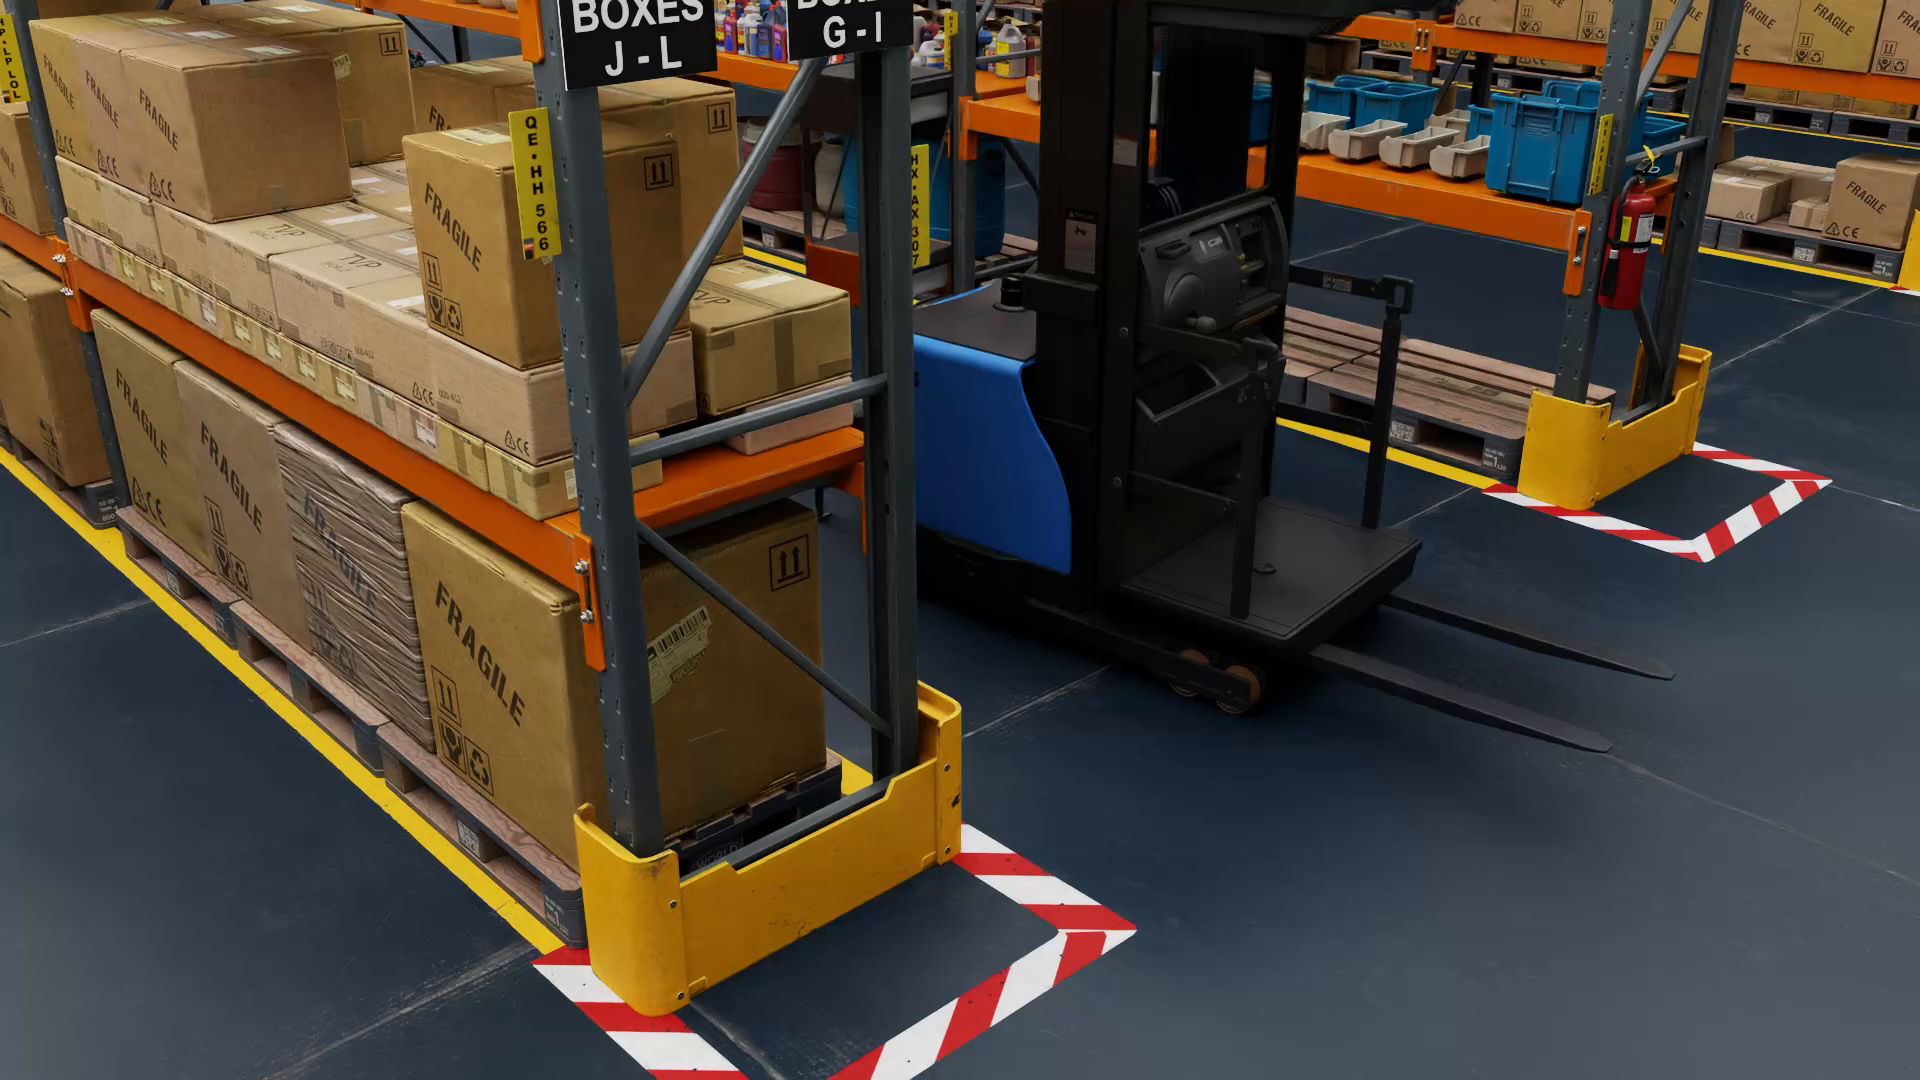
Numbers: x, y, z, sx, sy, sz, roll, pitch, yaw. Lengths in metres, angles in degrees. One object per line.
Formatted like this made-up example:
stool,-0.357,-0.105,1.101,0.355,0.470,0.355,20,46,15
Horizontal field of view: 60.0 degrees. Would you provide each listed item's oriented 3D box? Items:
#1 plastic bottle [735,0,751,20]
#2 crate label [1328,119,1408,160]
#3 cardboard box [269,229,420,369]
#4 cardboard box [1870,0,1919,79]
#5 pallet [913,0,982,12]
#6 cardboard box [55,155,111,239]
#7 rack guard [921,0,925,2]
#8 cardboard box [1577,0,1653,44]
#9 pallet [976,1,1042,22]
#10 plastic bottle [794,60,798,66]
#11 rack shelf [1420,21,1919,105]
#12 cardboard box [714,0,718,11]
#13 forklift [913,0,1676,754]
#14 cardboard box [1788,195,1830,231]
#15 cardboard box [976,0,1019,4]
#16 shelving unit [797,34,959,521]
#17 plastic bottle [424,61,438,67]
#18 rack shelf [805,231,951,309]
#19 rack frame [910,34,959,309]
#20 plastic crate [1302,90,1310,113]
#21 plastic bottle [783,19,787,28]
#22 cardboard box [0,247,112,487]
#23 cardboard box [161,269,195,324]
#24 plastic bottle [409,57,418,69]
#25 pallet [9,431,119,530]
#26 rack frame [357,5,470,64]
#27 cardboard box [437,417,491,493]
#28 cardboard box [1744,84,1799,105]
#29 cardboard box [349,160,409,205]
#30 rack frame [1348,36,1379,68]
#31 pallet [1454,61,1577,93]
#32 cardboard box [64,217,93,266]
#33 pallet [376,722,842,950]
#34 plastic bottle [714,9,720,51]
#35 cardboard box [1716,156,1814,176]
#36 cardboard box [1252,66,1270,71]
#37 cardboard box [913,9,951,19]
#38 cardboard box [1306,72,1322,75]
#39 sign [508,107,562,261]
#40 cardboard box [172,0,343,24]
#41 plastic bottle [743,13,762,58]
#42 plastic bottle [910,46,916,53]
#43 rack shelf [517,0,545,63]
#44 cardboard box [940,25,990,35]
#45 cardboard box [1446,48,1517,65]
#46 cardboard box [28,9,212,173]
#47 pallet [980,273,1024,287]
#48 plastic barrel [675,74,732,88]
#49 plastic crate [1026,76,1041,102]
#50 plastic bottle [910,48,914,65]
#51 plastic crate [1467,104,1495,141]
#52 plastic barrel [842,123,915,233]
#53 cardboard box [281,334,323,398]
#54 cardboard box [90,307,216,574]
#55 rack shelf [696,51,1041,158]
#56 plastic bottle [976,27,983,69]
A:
plastic bottle,-1.637,-4.006,12.557,0.061,0.283,0.133,-21,32,-38
crate label,2.001,-1.979,8.219,0.396,0.136,0.243,-21,32,-38
cardboard box,-1.749,-0.748,5.098,0.500,0.250,0.500,22,33,40
cardboard box,6.199,-3.214,10.562,0.500,0.500,0.500,-20,31,-37
pallet,-0.037,-7.817,24.130,1.003,0.211,1.213,-21,32,-38
cardboard box,-3.134,-1.364,6.447,0.500,0.250,0.500,-22,32,-39
rack guard,-0.566,-8.204,24.631,1.175,0.500,0.348,-21,32,-38
cardboard box,4.812,-3.830,11.910,0.500,0.500,0.500,-21,32,-39
pallet,0.793,-7.447,23.320,1.003,0.211,1.213,-21,32,-38
plastic bottle,-0.998,-3.264,10.940,0.152,0.276,0.135,-21,32,-38
rack shelf,5.337,-3.389,11.932,1.077,0.370,4.000,-21,32,-38
cardboard box,-2.652,-6.411,19.592,0.500,0.500,0.500,-21,32,-38
forklift,1.080,-0.966,5.835,3.031,2.935,1.130,19,31,35
cardboard box,5.942,-2.265,11.484,0.380,0.166,0.250,-21,32,-38
cardboard box,0.643,-7.783,23.178,0.500,0.500,0.700,21,32,39
shelving unit,-0.326,-1.041,7.002,0.503,2.100,0.431,19,31,35
plastic bottle,-5.255,-4.614,16.502,0.152,0.276,0.135,-20,31,-37
rack shelf,-0.326,-1.029,7.008,0.480,0.518,0.431,19,31,35
rack frame,-0.137,-0.977,6.861,0.015,2.100,0.400,19,31,35
plastic crate,1.761,-2.383,9.106,0.293,0.136,0.466,-21,32,-38
plastic bottle,-1.144,-3.347,11.128,0.097,0.271,0.097,0,25,0
cardboard box,-3.716,-0.926,7.719,1.225,0.875,0.875,-21,32,-38
cardboard box,-2.588,-0.899,5.909,0.380,0.149,0.250,-22,32,-39
plastic bottle,-5.470,-4.658,16.509,0.144,0.351,0.185,-21,32,-38
pallet,-3.846,-0.457,7.997,1.003,0.211,1.213,-21,32,-38
rack frame,-5.116,-5.342,15.346,1.000,3.000,0.127,-21,32,-38
cardboard box,-1.192,-0.280,4.552,0.380,0.149,0.250,-21,32,-38
cardboard box,8.020,-4.527,16.065,0.700,0.500,0.500,-21,32,-38
cardboard box,-2.066,-1.210,6.111,0.500,0.250,0.500,-20,32,-37
rack frame,4.850,-6.941,18.850,1.000,3.000,0.127,-21,32,-38
pallet,6.163,-5.042,18.048,1.003,0.211,1.213,-21,32,-38
cardboard box,-3.304,-1.215,6.602,0.380,0.149,0.250,-21,32,-38
pallet,-1.133,0.747,5.358,1.003,0.211,1.213,-21,32,-38
plastic bottle,-1.698,-3.555,11.585,0.097,0.271,0.097,0,25,0
cardboard box,5.856,-2.608,12.135,0.500,0.250,0.500,-21,32,-38
cardboard box,2.400,-3.911,14.691,0.500,0.500,0.500,22,33,40
cardboard box,-0.312,-5.592,18.025,0.500,0.311,0.500,-21,32,-39
cardboard box,3.109,-3.913,14.695,0.500,0.500,0.500,-21,32,-38
sign,-0.935,-0.786,3.679,0.100,0.325,0.005,-21,32,-38
cardboard box,-2.754,-1.858,6.628,0.500,0.500,0.500,-20,31,-37
plastic bottle,-1.374,-3.431,11.306,0.152,0.276,0.135,-21,32,-38
plastic bottle,-0.325,-3.007,10.467,0.097,0.201,0.097,0,25,0
rack shelf,-1.897,-1.945,5.151,1.077,0.370,4.000,-21,32,-38
cardboard box,-0.005,-5.128,17.007,0.500,0.311,0.500,-21,32,-39
cardboard box,5.850,-5.626,18.053,0.750,0.750,0.750,-21,32,-39
cardboard box,-3.123,-1.704,6.290,0.500,0.500,0.500,-21,32,-38
pallet,0.883,-1.438,10.147,1.003,0.211,1.213,-21,32,-38
plastic barrel,-2.035,-3.190,12.738,0.600,0.830,0.708,-21,32,-38
plastic crate,0.566,-2.644,9.677,0.396,0.136,0.243,-21,32,-38
plastic bottle,-0.345,-2.950,10.243,0.061,0.283,0.133,-21,32,-38
plastic crate,2.707,-2.025,8.205,0.416,0.233,0.300,-21,32,-38
plastic barrel,-0.492,-2.539,11.223,0.600,0.901,0.708,-21,32,-38
cardboard box,-1.890,-0.589,5.230,0.380,0.149,0.250,-21,32,-38
cardboard box,-2.871,-0.515,6.819,0.875,0.875,0.875,-21,32,-38
rack shelf,-1.015,-3.197,11.510,1.077,0.370,4.000,-21,32,-38
plastic bottle,0.063,-3.221,10.846,0.152,0.276,0.135,-21,32,-38
